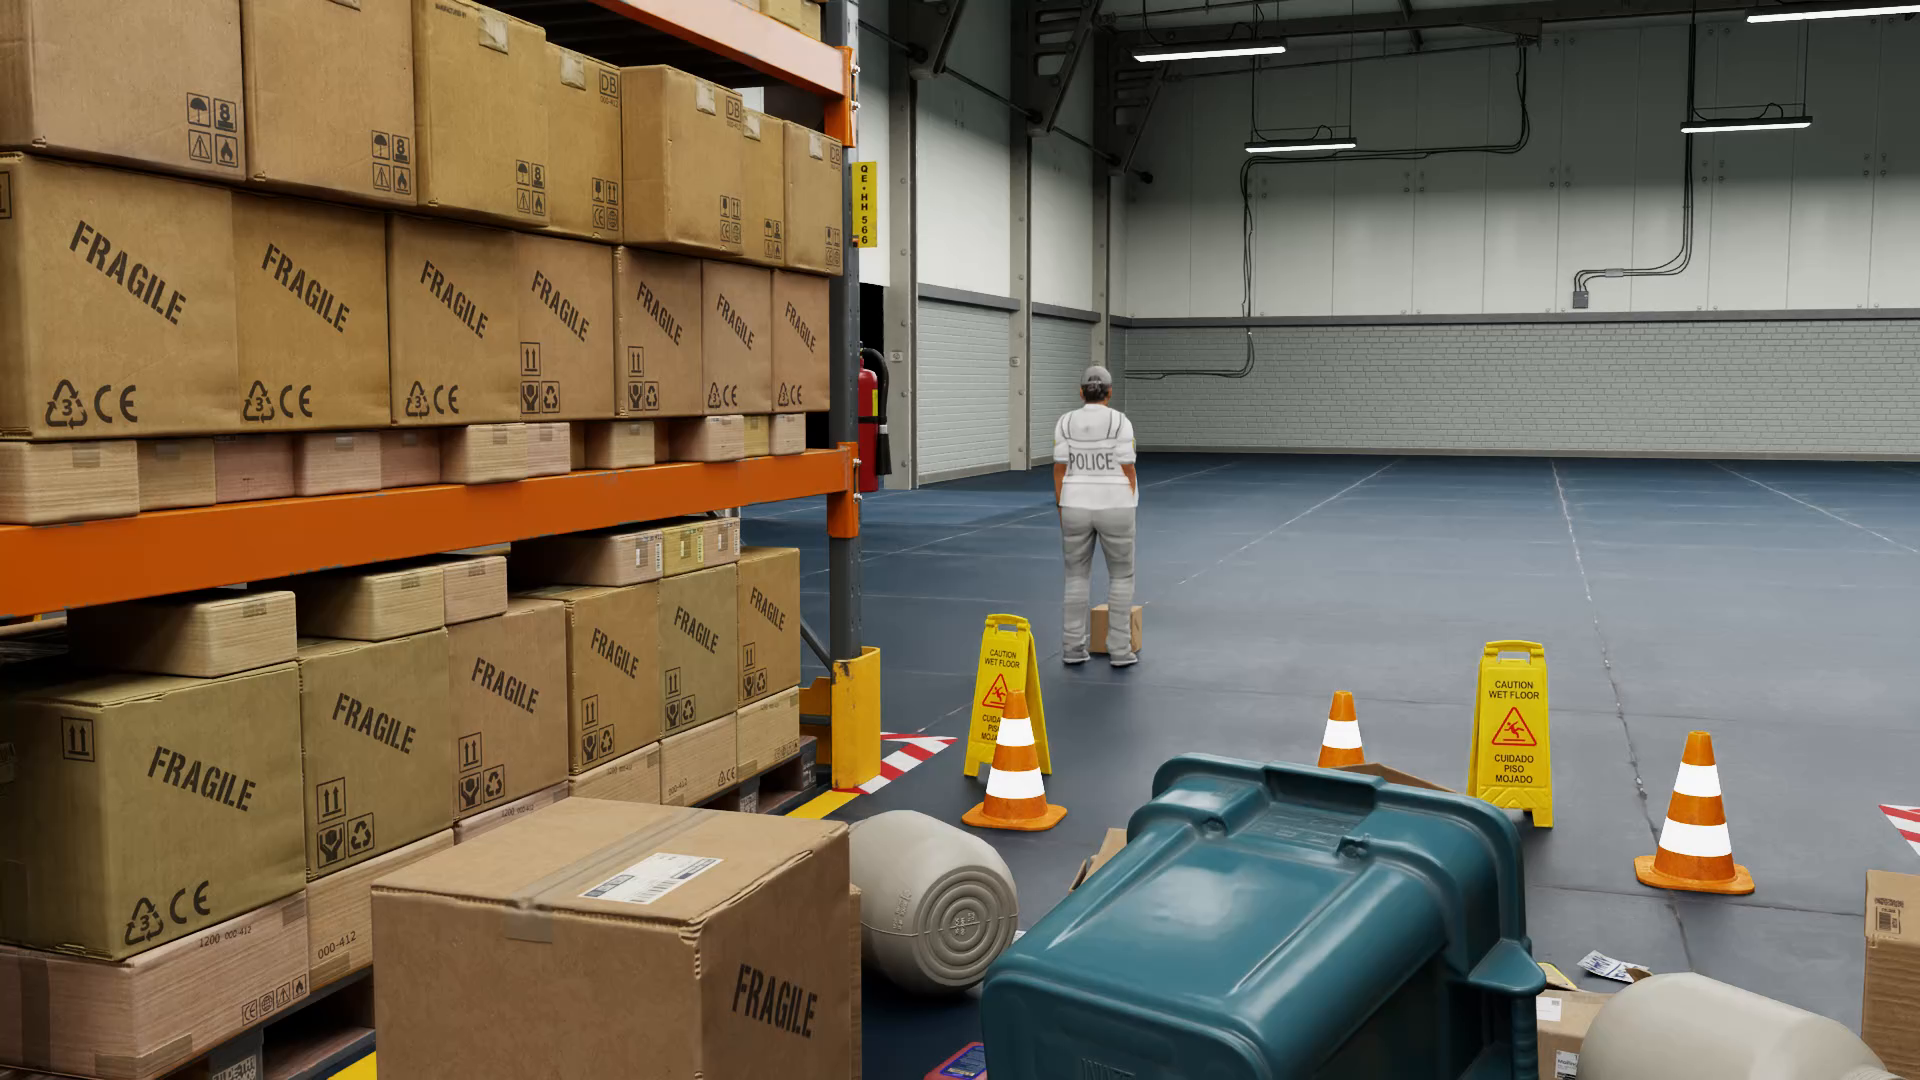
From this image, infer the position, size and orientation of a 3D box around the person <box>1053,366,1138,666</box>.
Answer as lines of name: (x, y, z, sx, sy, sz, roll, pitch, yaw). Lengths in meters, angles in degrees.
person: (0.751, -0.132, 9.233, 0.473, 1.655, 0.389, 2, 6, 20)
